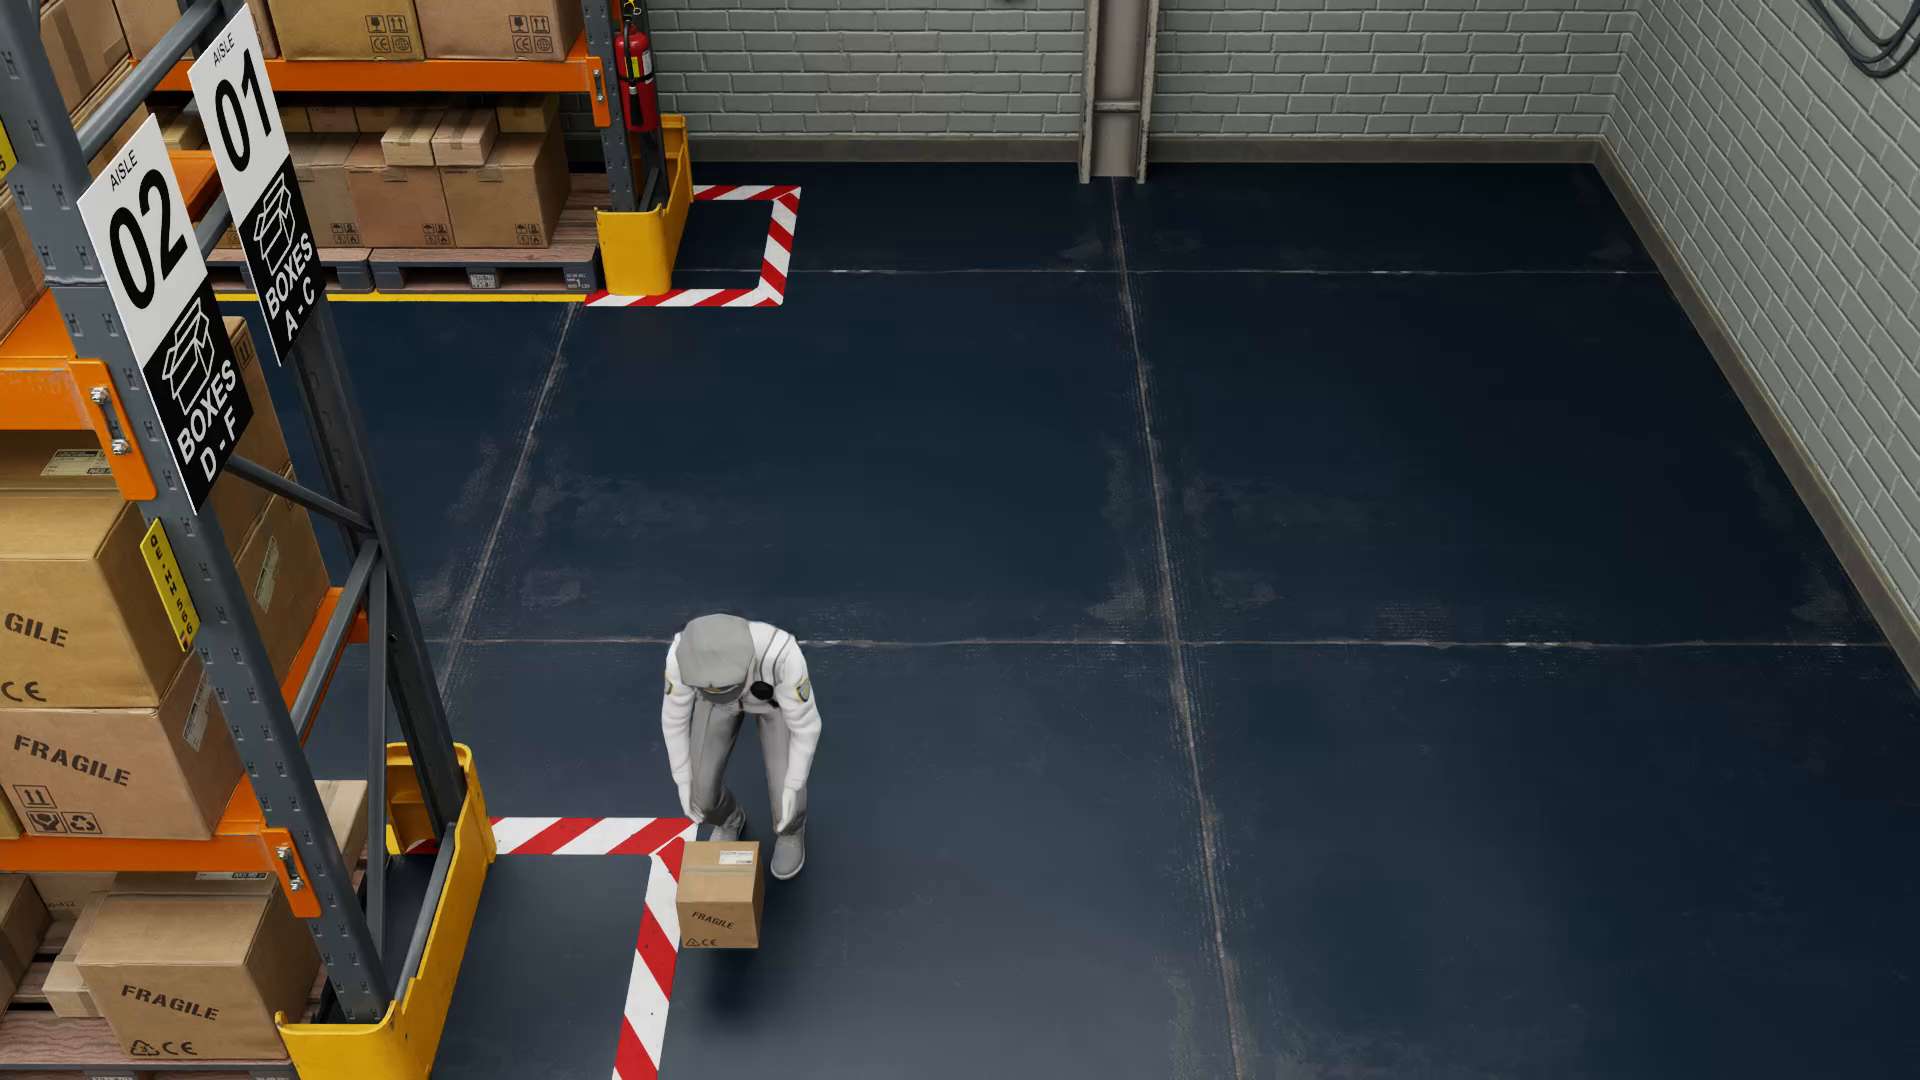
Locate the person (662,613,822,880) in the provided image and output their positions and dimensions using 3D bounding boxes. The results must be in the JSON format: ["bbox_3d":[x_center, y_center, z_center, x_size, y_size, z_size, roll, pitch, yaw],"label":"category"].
[{"bbox_3d":[-0.714,0.656,5.620,0.535,1.349,0.723,4,40,5],"label":"person"}]
